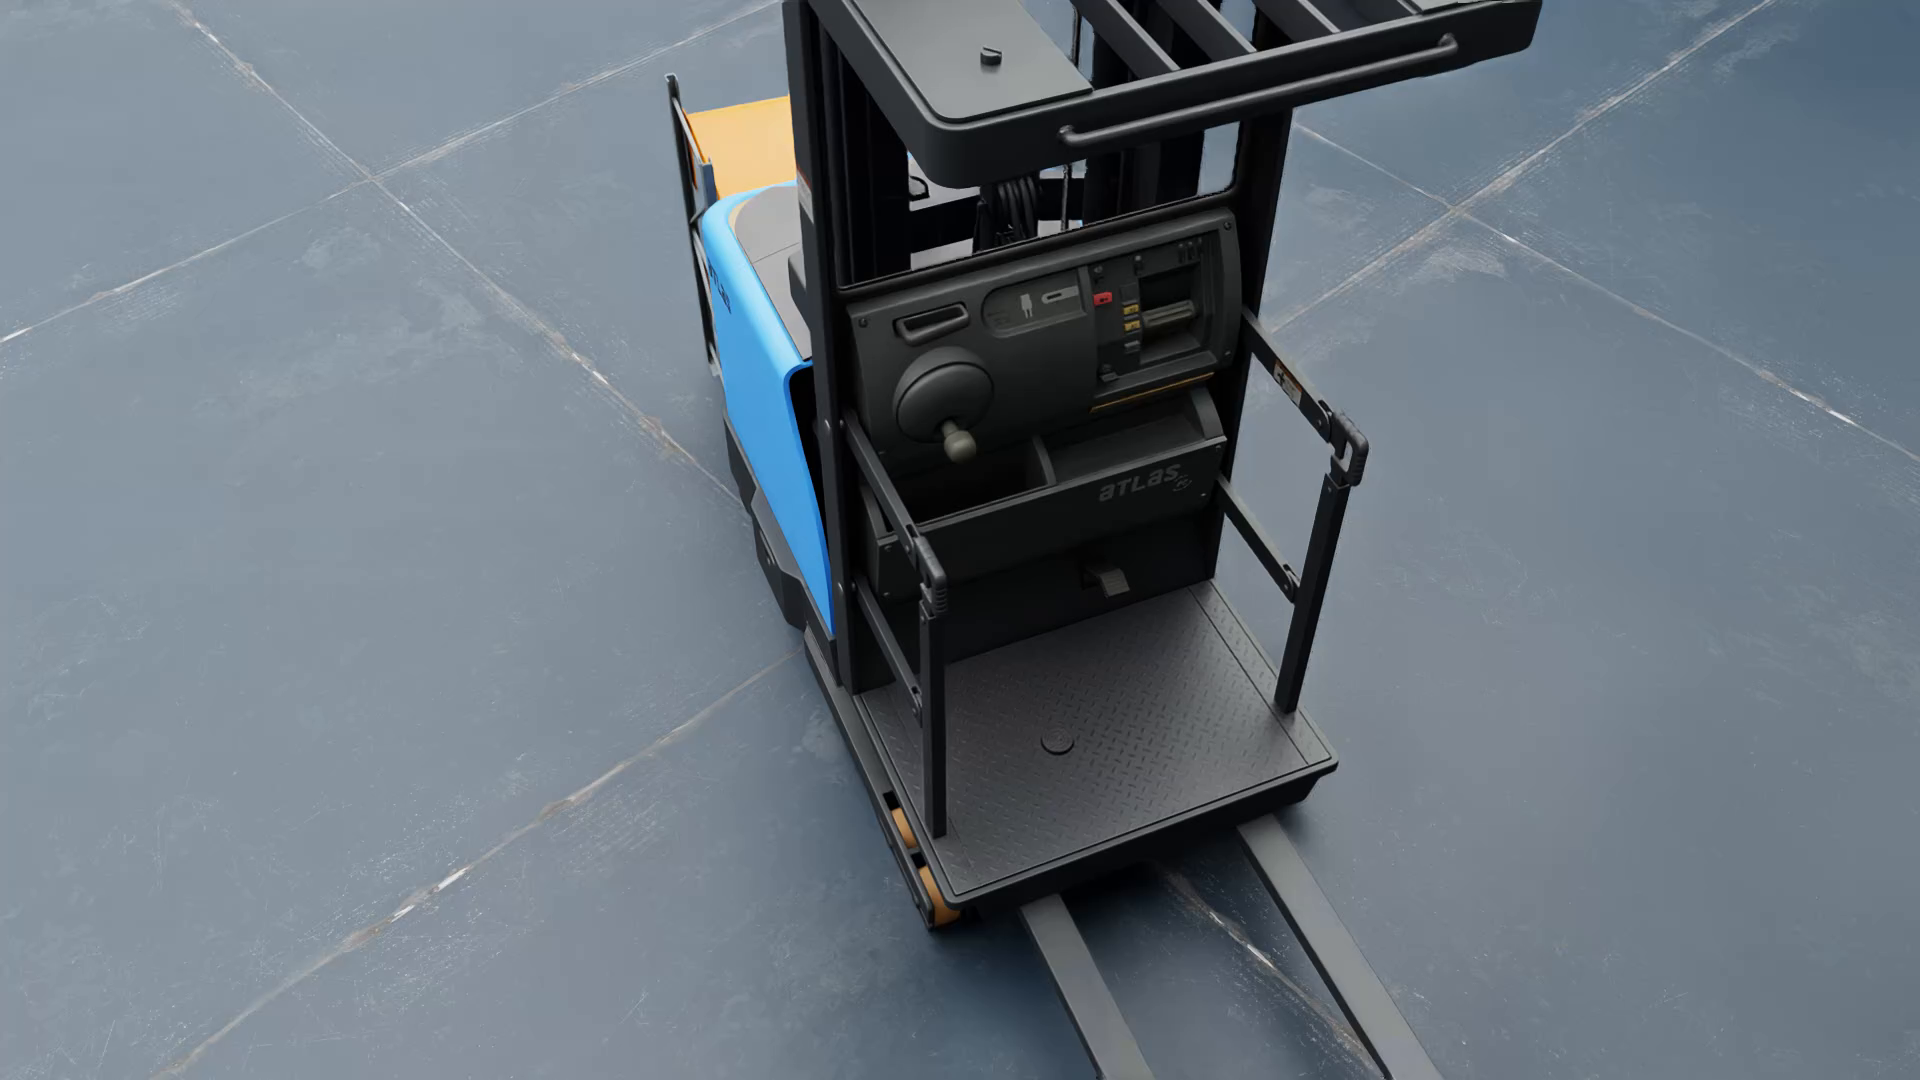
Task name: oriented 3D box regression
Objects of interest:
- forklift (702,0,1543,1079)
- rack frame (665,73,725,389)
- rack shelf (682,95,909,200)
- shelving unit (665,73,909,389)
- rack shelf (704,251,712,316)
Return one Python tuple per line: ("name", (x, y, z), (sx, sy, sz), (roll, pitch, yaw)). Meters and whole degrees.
("forklift", (0.293, -0.357, 3.585), (1.130, 2.935, 3.031), (-17, 50, -15))
("rack frame", (-0.795, -0.853, 5.271), (0.032, 1.125, 0.500), (-14, 49, -13))
("rack shelf", (-0.314, -1.173, 5.169), (1.000, 0.278, 0.538), (-14, 49, -13))
("shelving unit", (-0.314, -0.975, 5.384), (1.048, 1.125, 0.538), (-14, 49, -13))
("rack shelf", (-0.314, -0.809, 5.564), (1.000, 0.278, 0.538), (-14, 49, -13))
